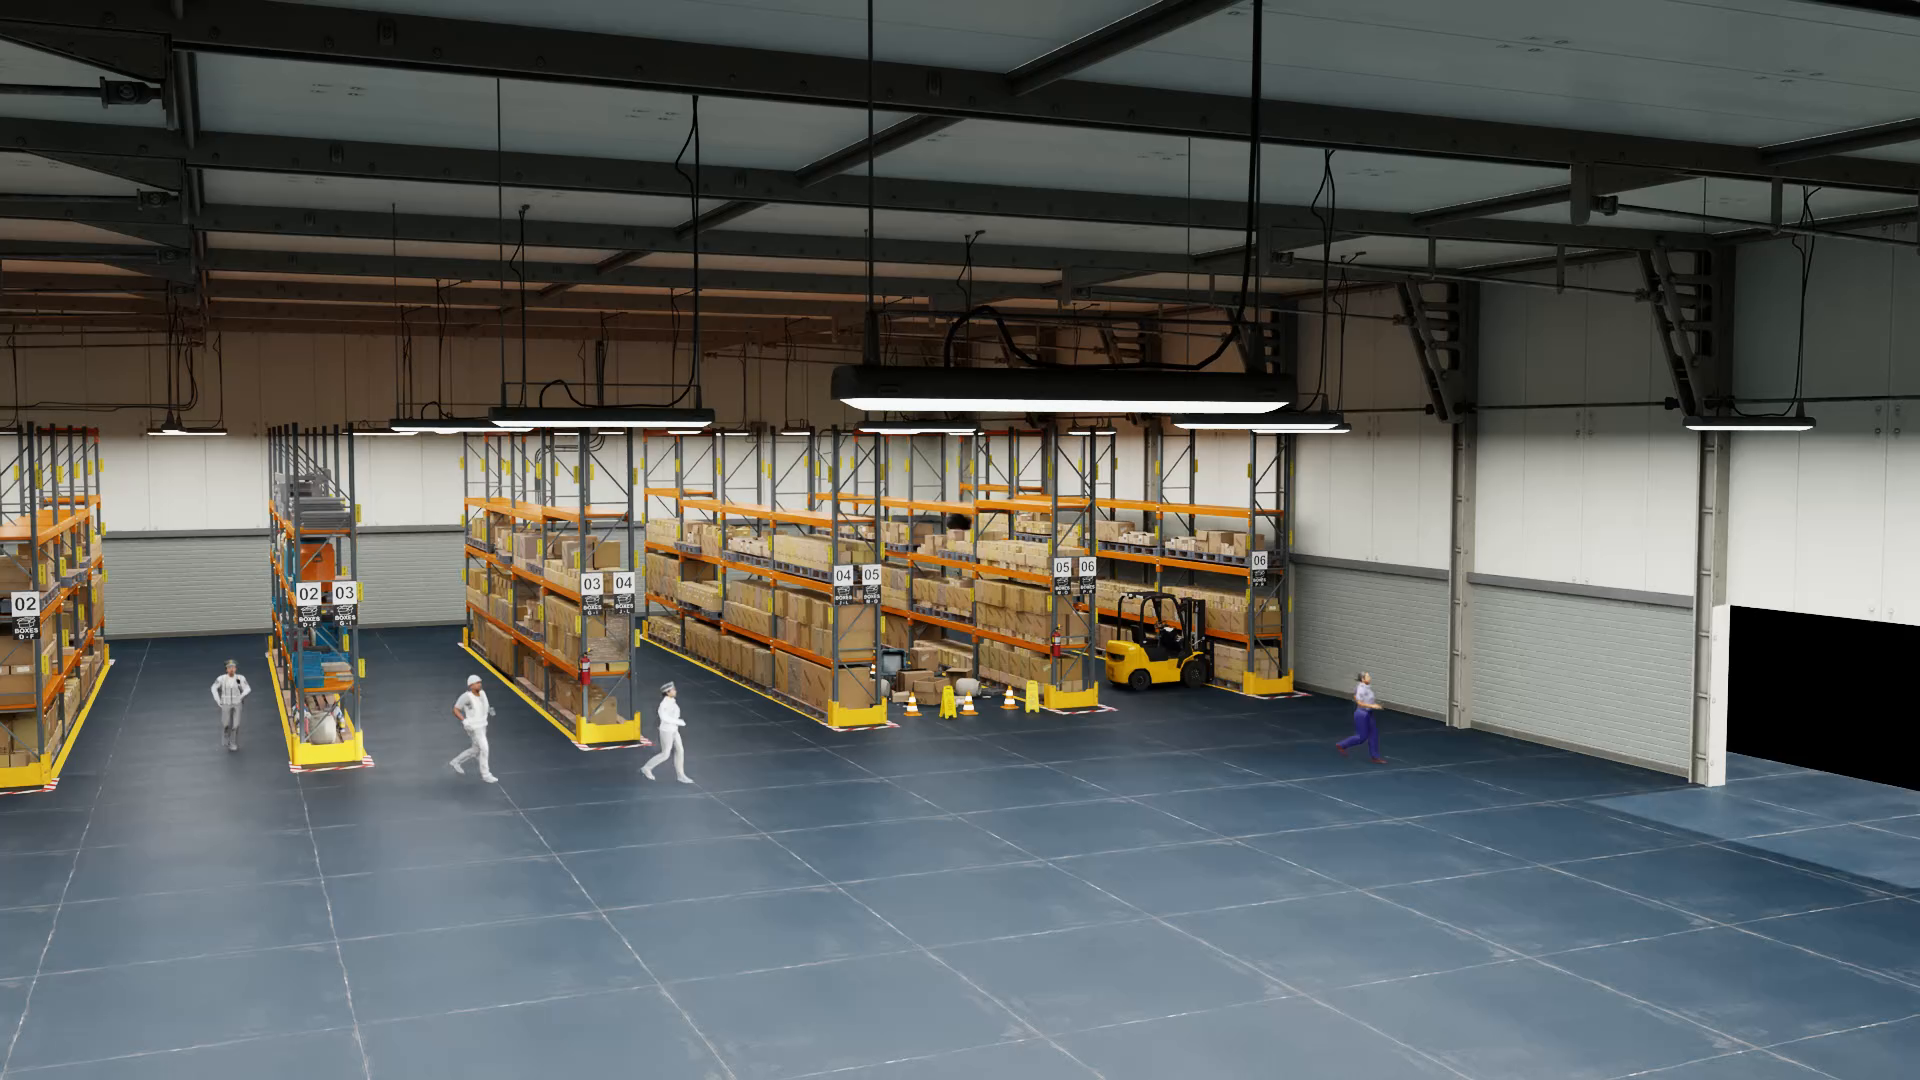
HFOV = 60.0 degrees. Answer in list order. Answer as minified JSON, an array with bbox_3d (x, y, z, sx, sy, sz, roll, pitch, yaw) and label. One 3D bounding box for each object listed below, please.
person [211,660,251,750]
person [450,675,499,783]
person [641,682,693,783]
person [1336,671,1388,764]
[{"bbox_3d":[-13.353,3.024,30.481,0.654,1.669,0.509,-2,4,-25],"label":"person"},{"bbox_3d":[-8.114,3.139,27.762,0.892,1.788,0.651,1,4,13],"label":"person"},{"bbox_3d":[-4.864,3.196,27.579,0.865,1.699,0.614,0,3,5],"label":"person"},{"bbox_3d":[7.079,3.118,29.255,0.891,1.622,0.609,1,4,22],"label":"person"}]
